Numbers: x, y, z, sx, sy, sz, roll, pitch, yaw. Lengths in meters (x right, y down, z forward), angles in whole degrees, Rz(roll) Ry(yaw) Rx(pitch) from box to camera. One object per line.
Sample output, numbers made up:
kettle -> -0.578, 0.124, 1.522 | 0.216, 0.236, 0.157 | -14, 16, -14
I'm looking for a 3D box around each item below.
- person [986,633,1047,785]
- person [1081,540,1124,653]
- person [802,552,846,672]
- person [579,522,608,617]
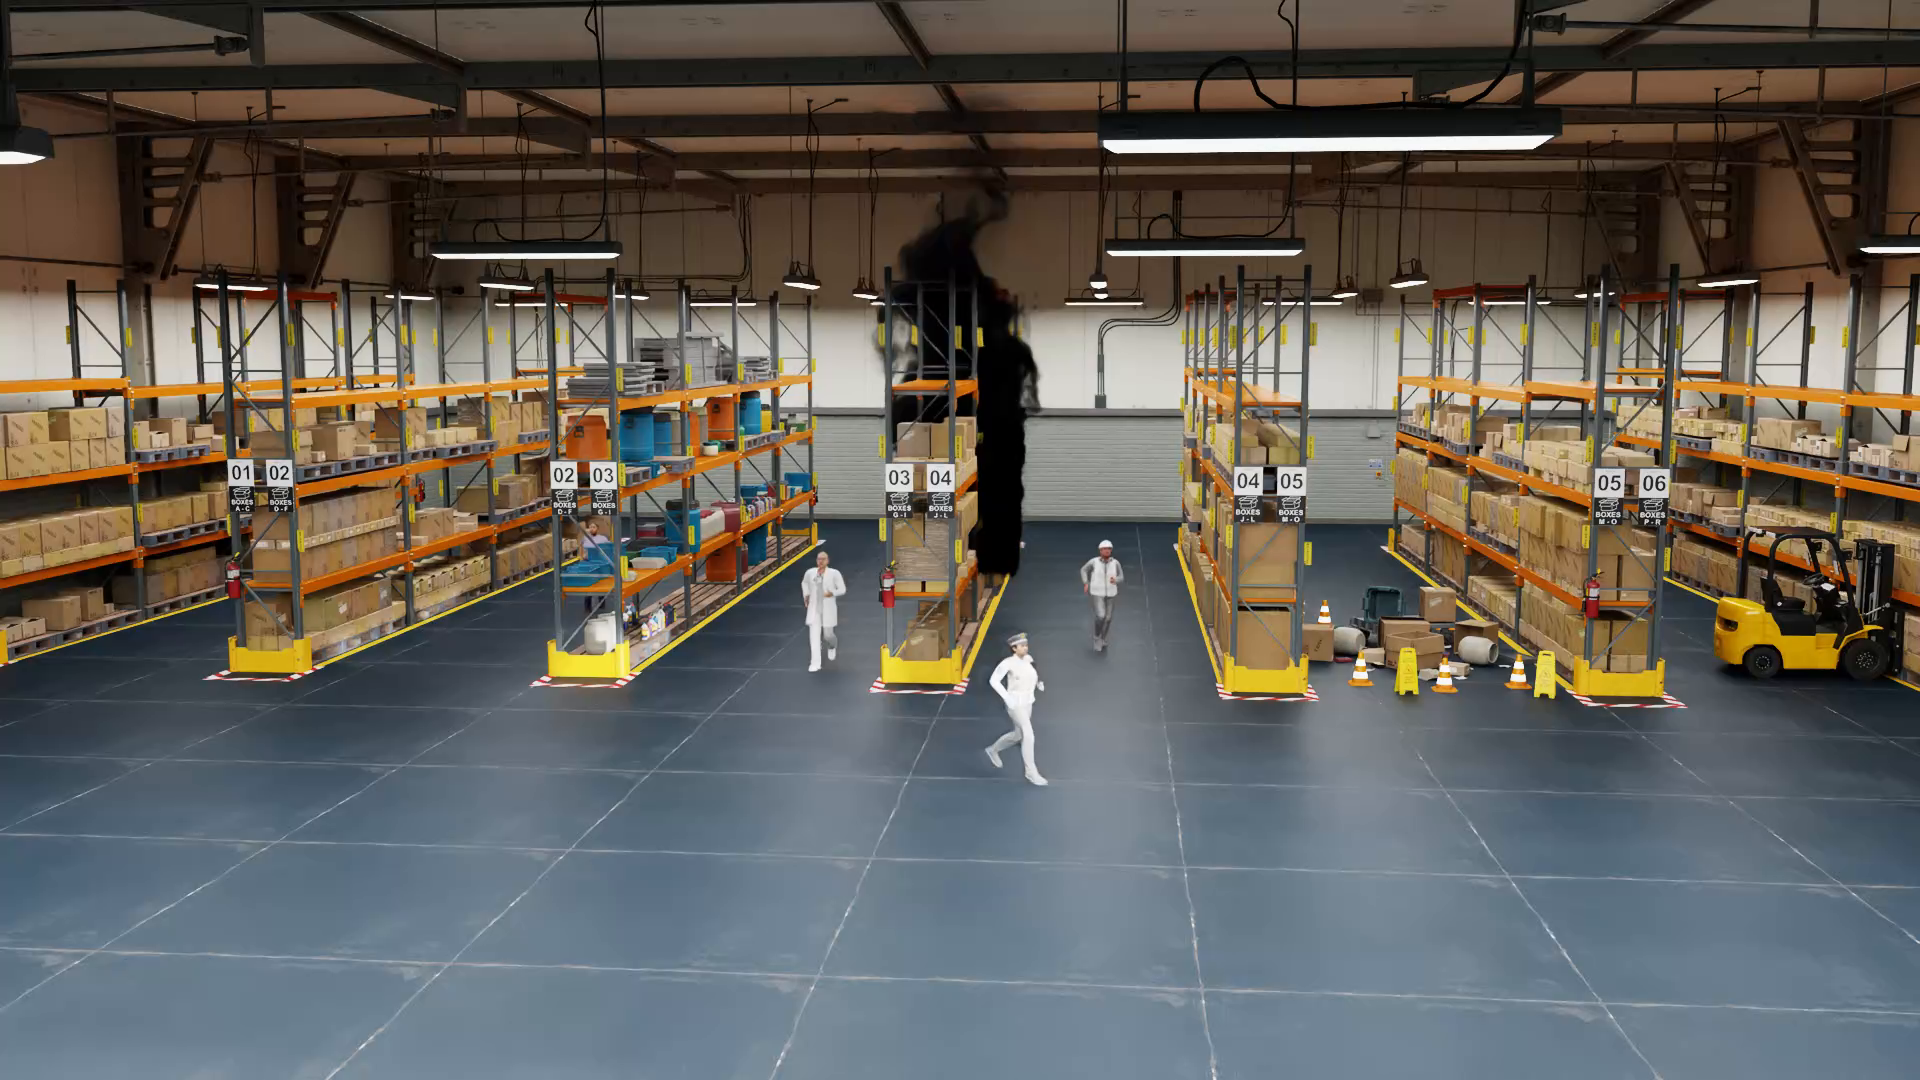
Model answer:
person -> 0.663, 1.879, 18.901 | 0.842, 1.710, 0.603 | 6, 9, 38
person -> 2.303, 0.896, 26.624 | 0.640, 1.793, 0.696 | -1, 7, -11
person -> -2.083, 1.159, 25.079 | 0.720, 1.542, 1.023 | 1, 7, 9
person -> -6.647, 0.514, 30.234 | 0.580, 1.709, 0.744 | -1, 7, -5
